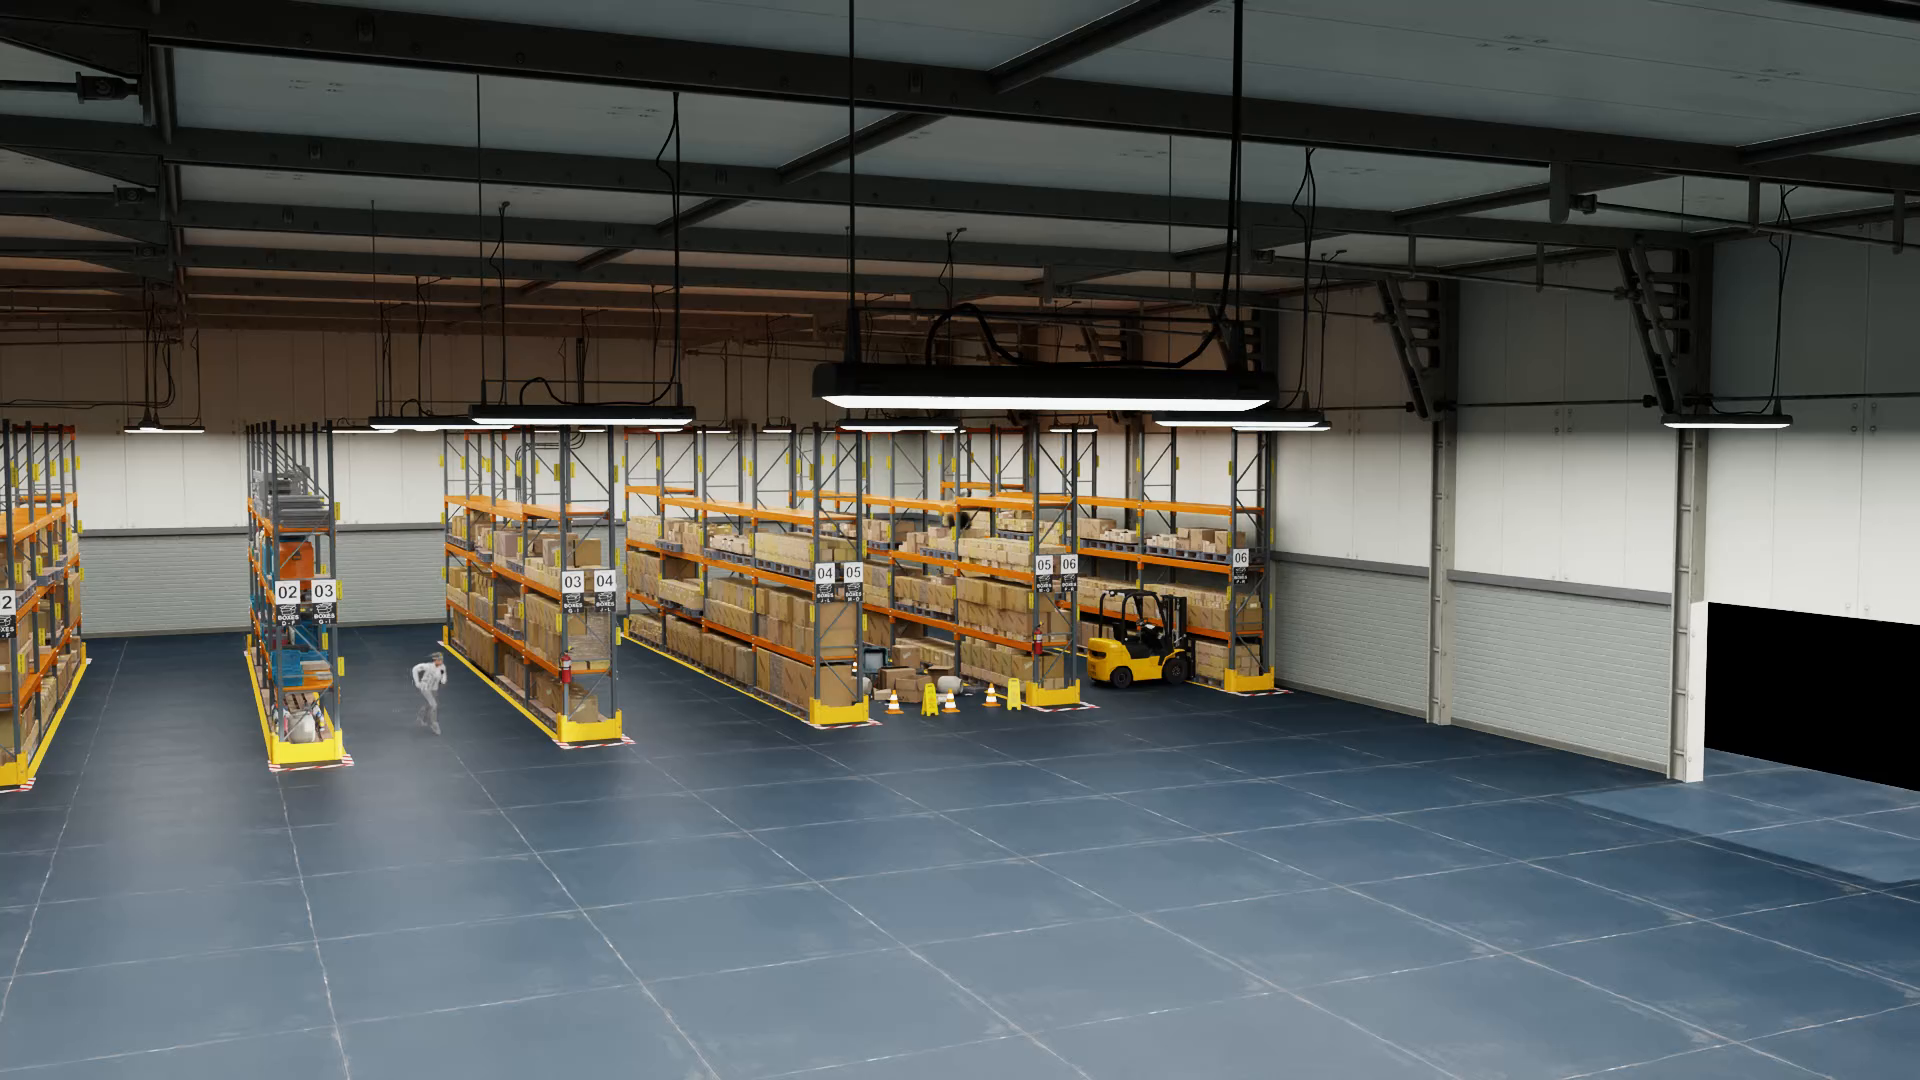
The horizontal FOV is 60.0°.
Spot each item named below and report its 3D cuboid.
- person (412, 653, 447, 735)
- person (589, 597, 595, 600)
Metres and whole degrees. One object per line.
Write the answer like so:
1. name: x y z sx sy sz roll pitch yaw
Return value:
1. person: -10.272 2.954 32.100 0.912 1.627 0.666 3 5 42
2. person: -10.494 1.944 48.082 0.517 1.632 0.869 0 4 -1
